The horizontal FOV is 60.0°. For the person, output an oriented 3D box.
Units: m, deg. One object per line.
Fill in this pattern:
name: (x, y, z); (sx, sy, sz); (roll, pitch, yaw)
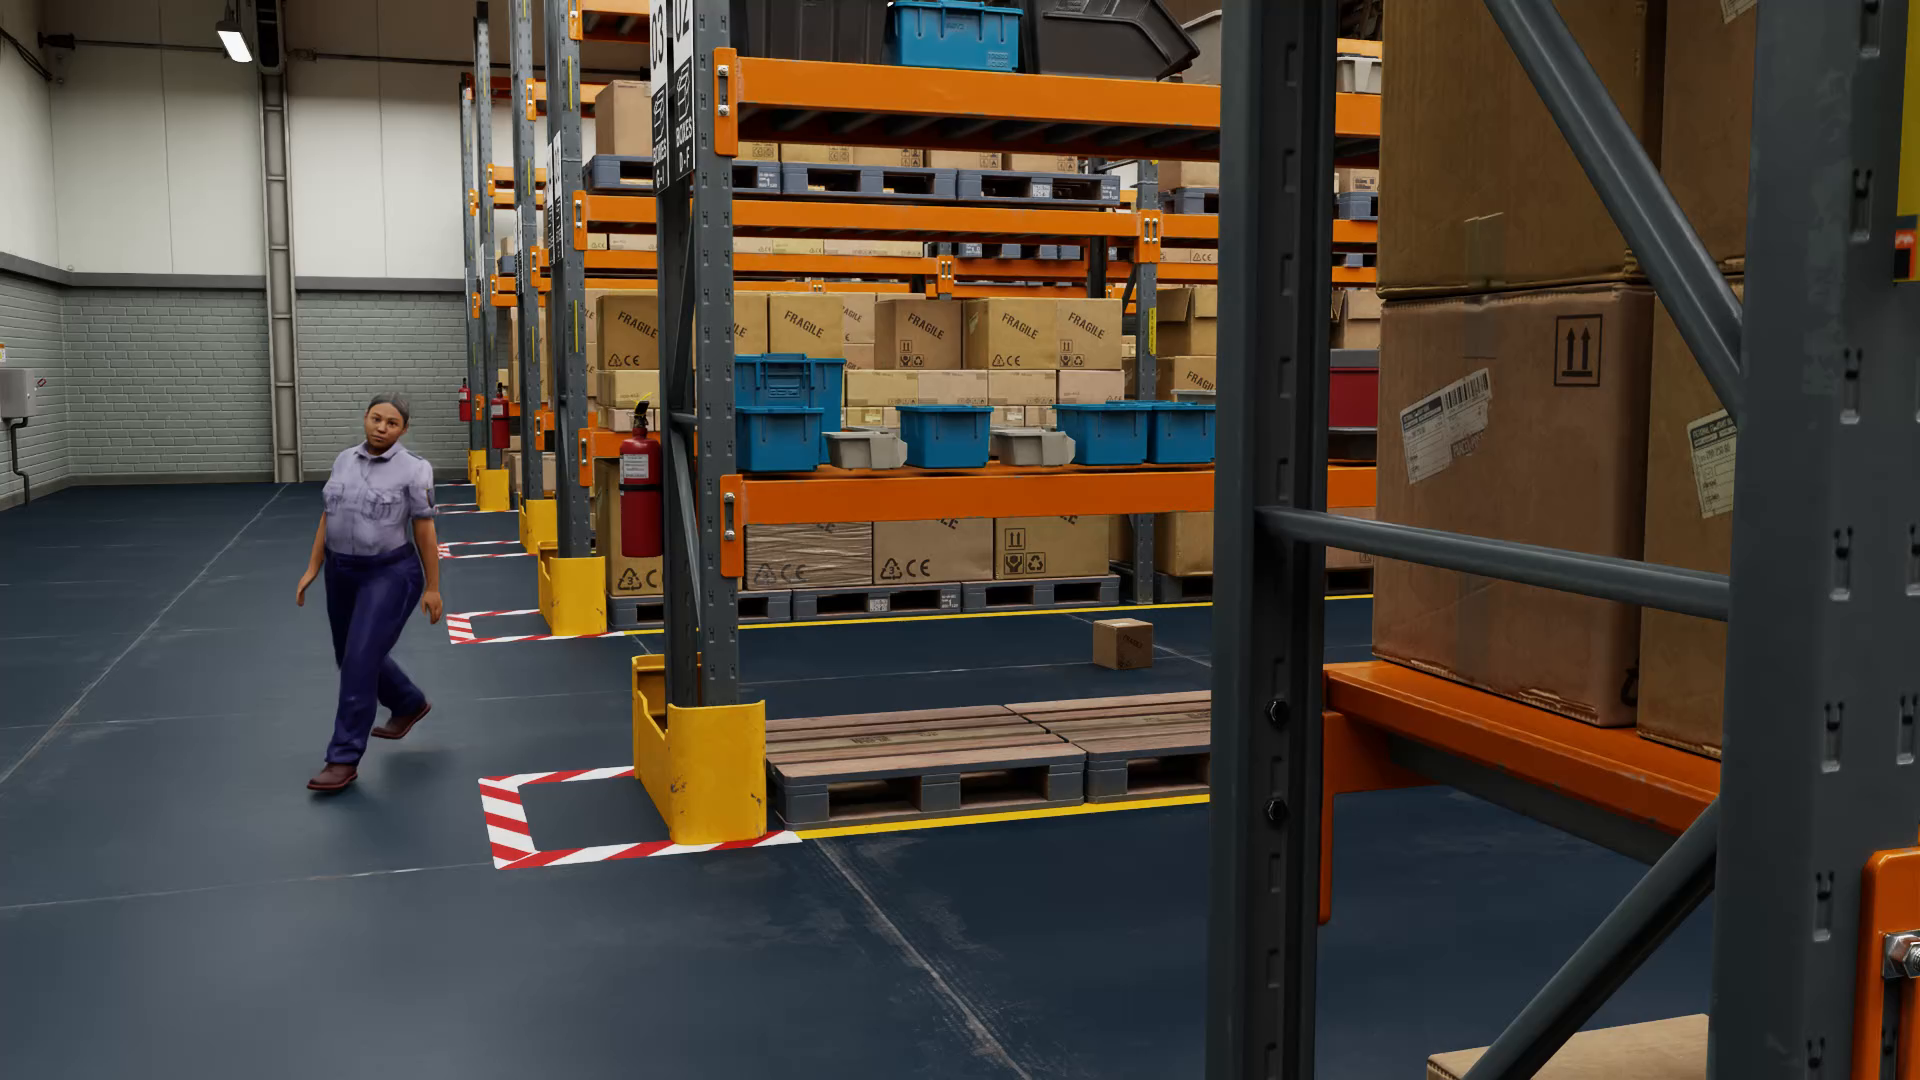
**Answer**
person: (-2.470, 0.174, 6.993); (0.558, 1.600, 0.923); (2, 6, 19)
